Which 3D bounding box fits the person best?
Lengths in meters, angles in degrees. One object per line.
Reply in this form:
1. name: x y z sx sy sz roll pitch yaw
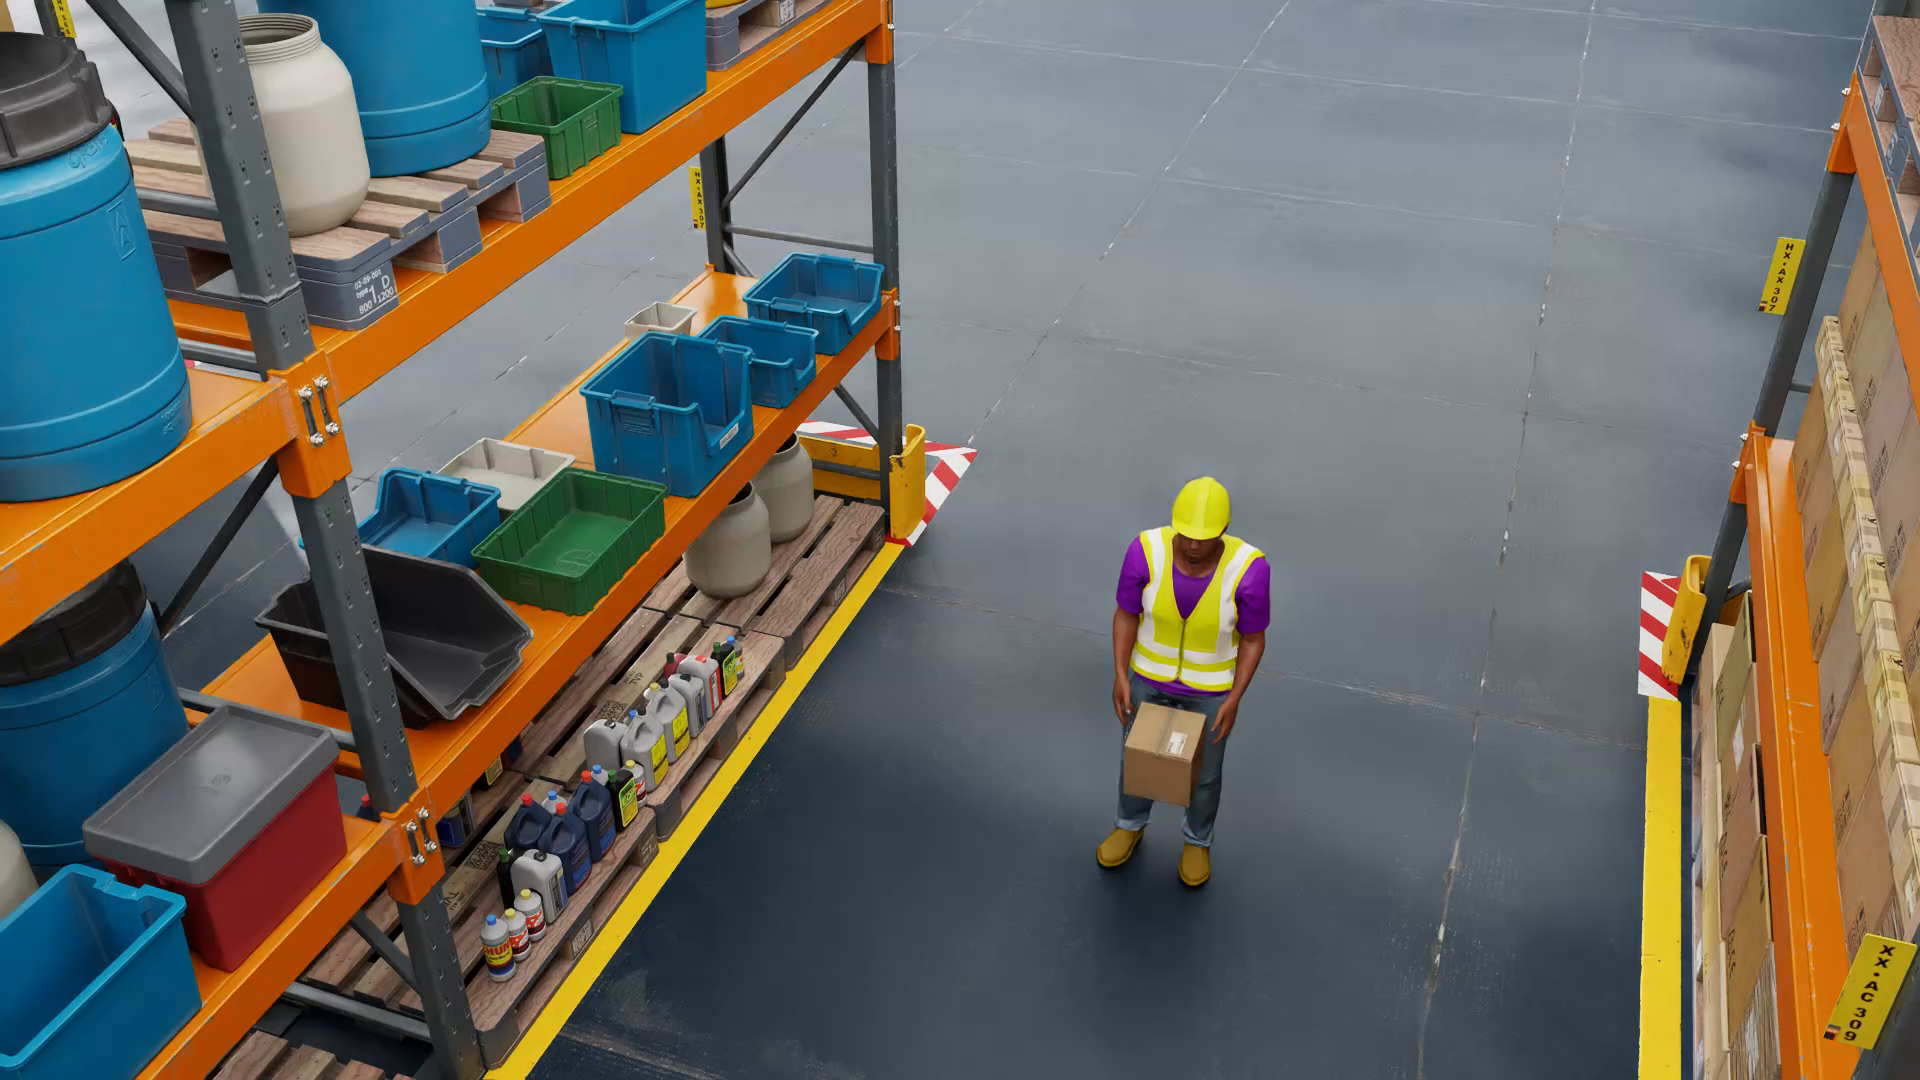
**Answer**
1. person: 0.845 0.535 6.296 0.577 1.767 0.446 11 35 16
